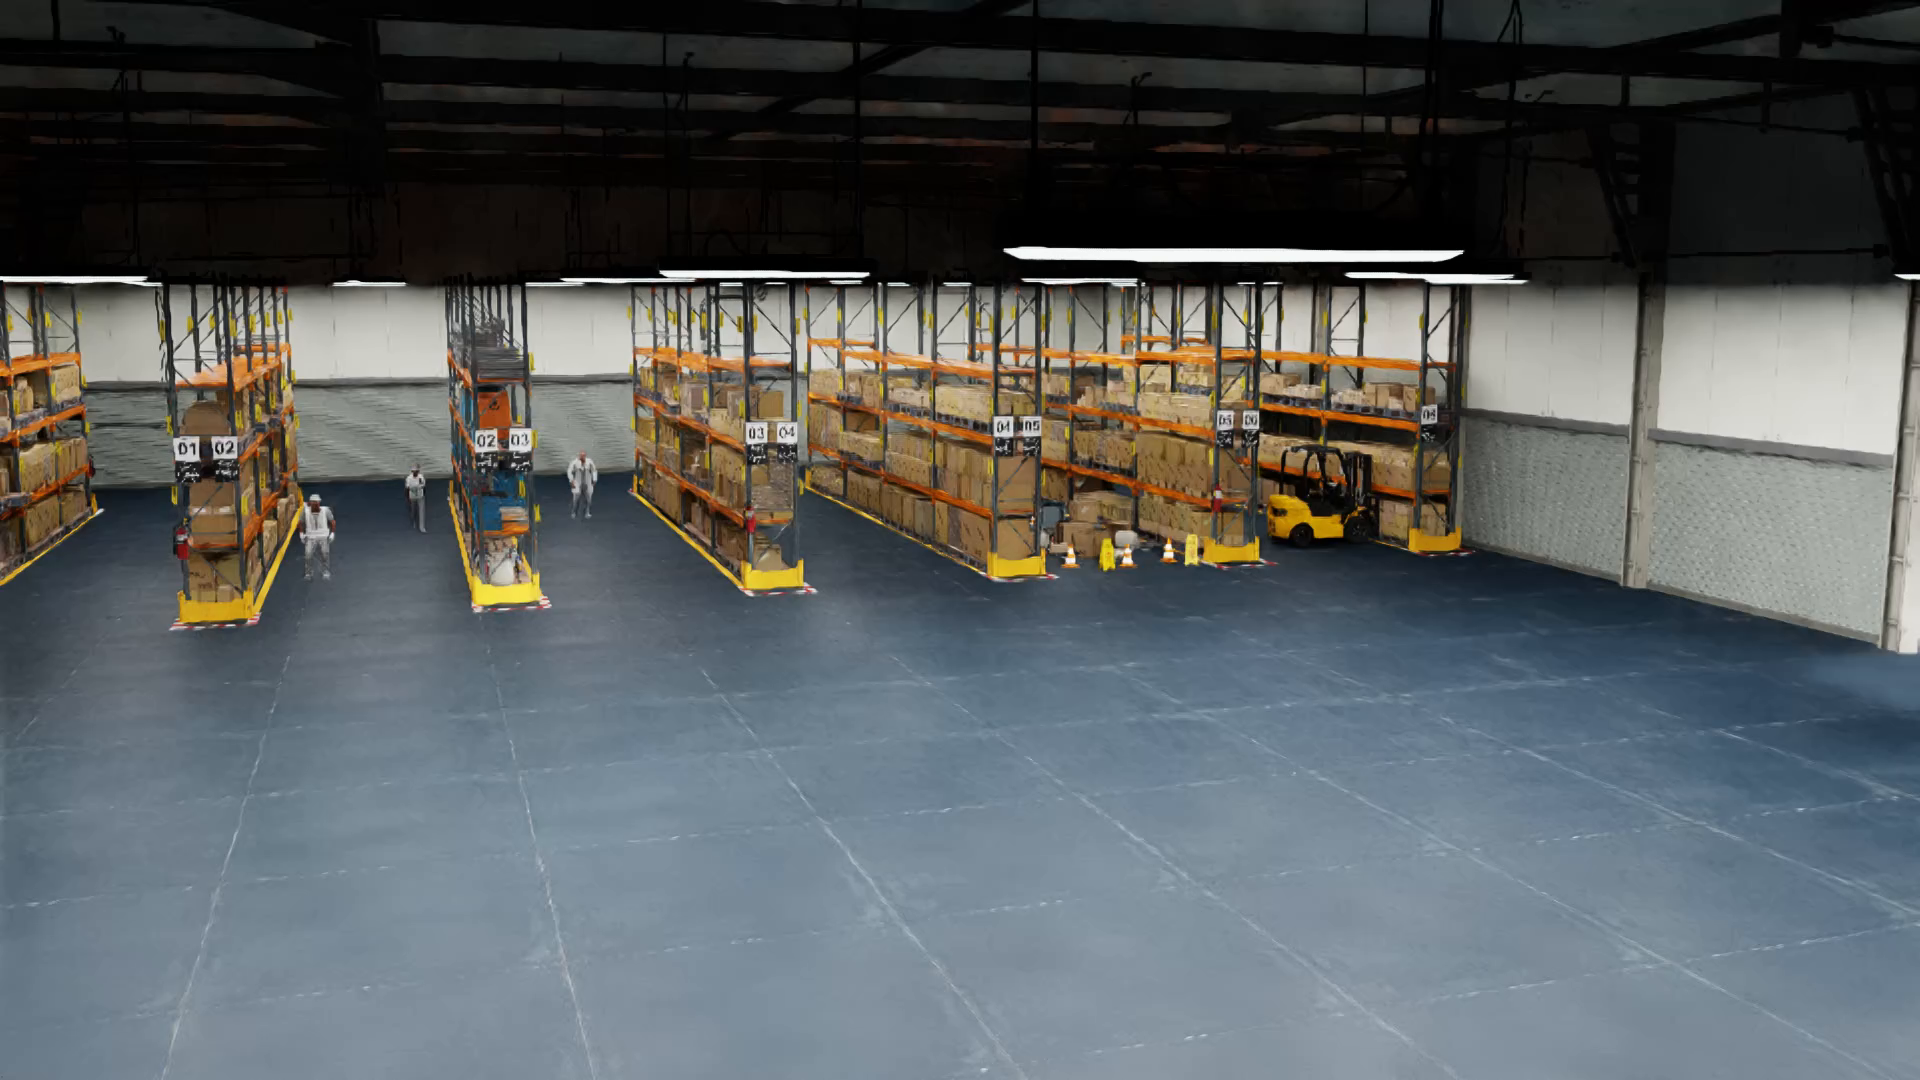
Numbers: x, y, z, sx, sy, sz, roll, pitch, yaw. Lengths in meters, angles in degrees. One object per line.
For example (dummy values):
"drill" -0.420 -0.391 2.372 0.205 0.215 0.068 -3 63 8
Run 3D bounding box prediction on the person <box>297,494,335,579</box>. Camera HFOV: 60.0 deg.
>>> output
"person" -12.691 -0.064 32.812 0.702 1.735 0.549 -3 9 -20

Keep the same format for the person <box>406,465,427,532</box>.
"person" -12.887 -1.016 39.419 0.456 1.589 1.088 -2 9 -16

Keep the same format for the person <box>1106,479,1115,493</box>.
"person" 4.058 -2.209 46.699 0.614 1.779 0.656 1 9 9

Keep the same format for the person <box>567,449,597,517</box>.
"person" -9.493 -1.422 41.775 0.729 1.733 0.546 -3 9 -20
